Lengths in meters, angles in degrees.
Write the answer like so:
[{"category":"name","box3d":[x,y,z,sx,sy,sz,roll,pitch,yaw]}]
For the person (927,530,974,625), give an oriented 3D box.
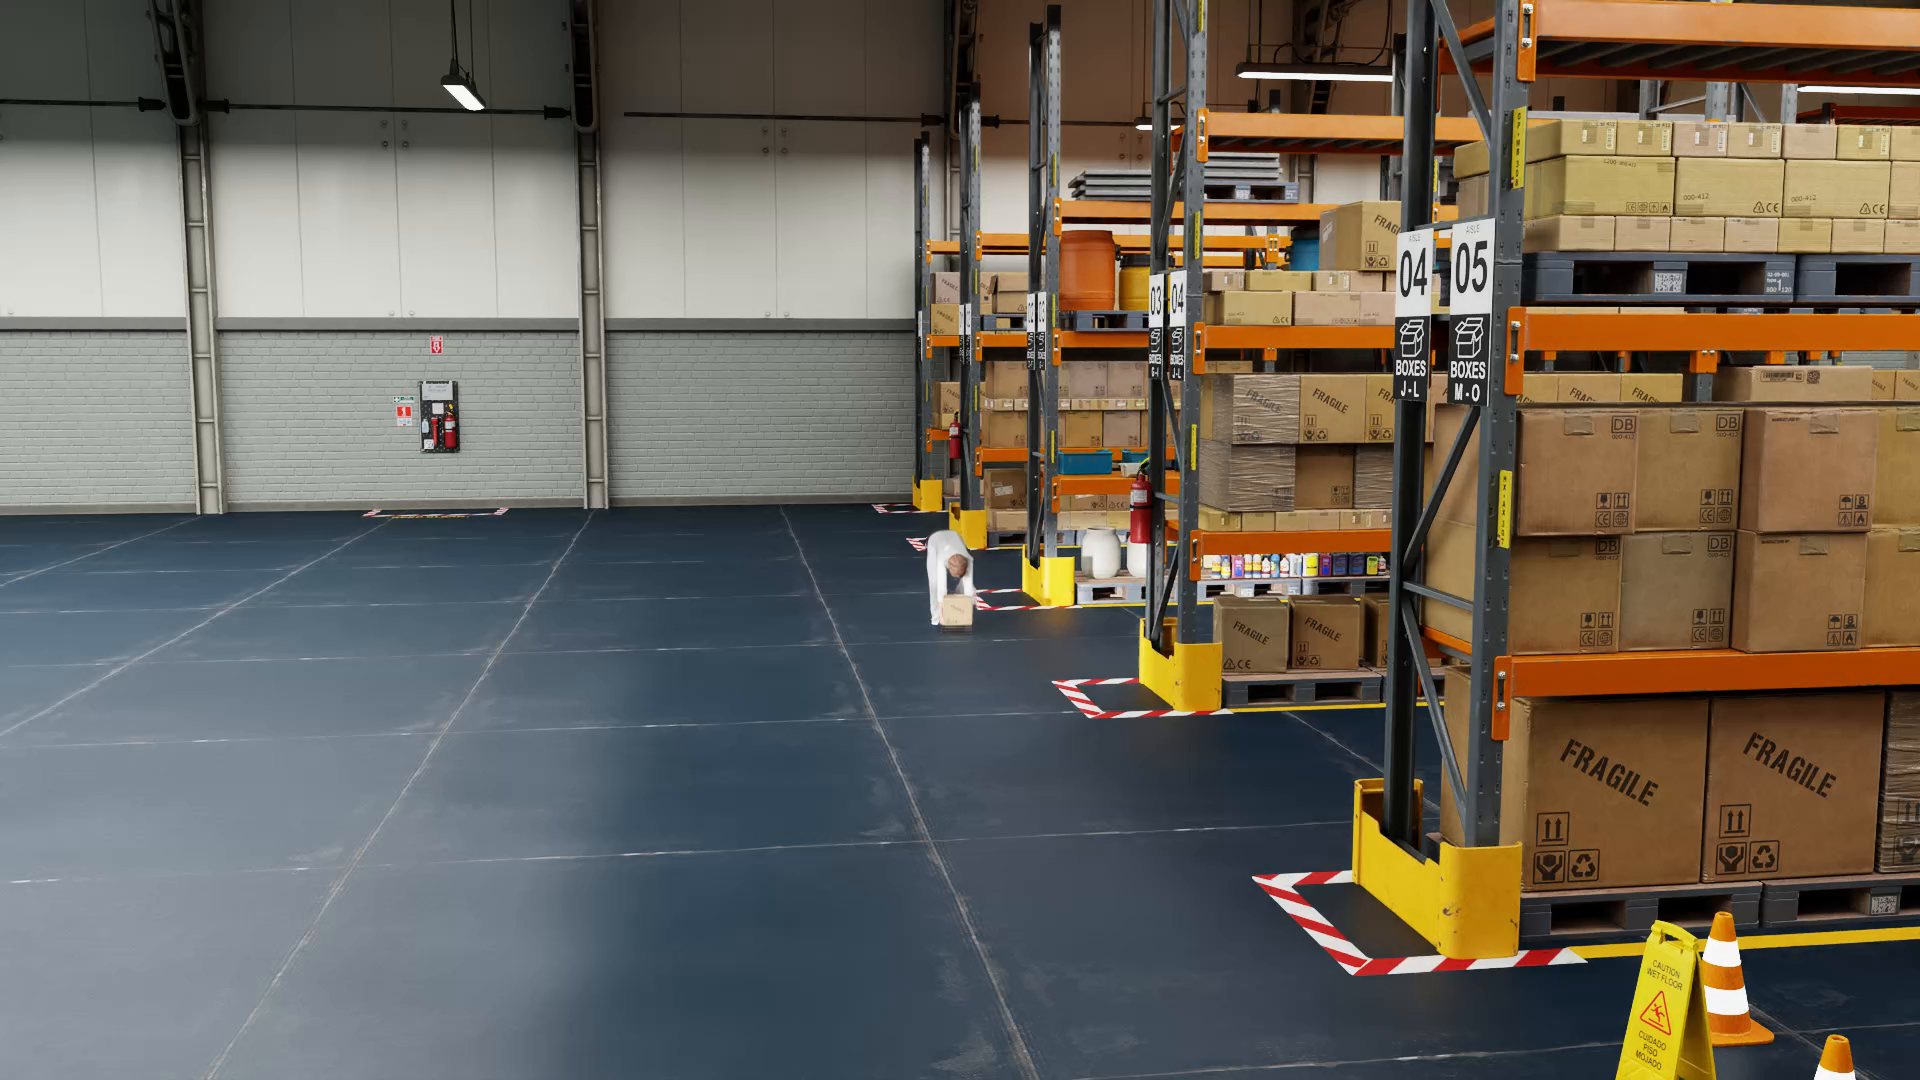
[{"category":"person","box3d":[-0.082,0.379,15.794,0.414,0.898,0.856,-1,7,-12]}]
